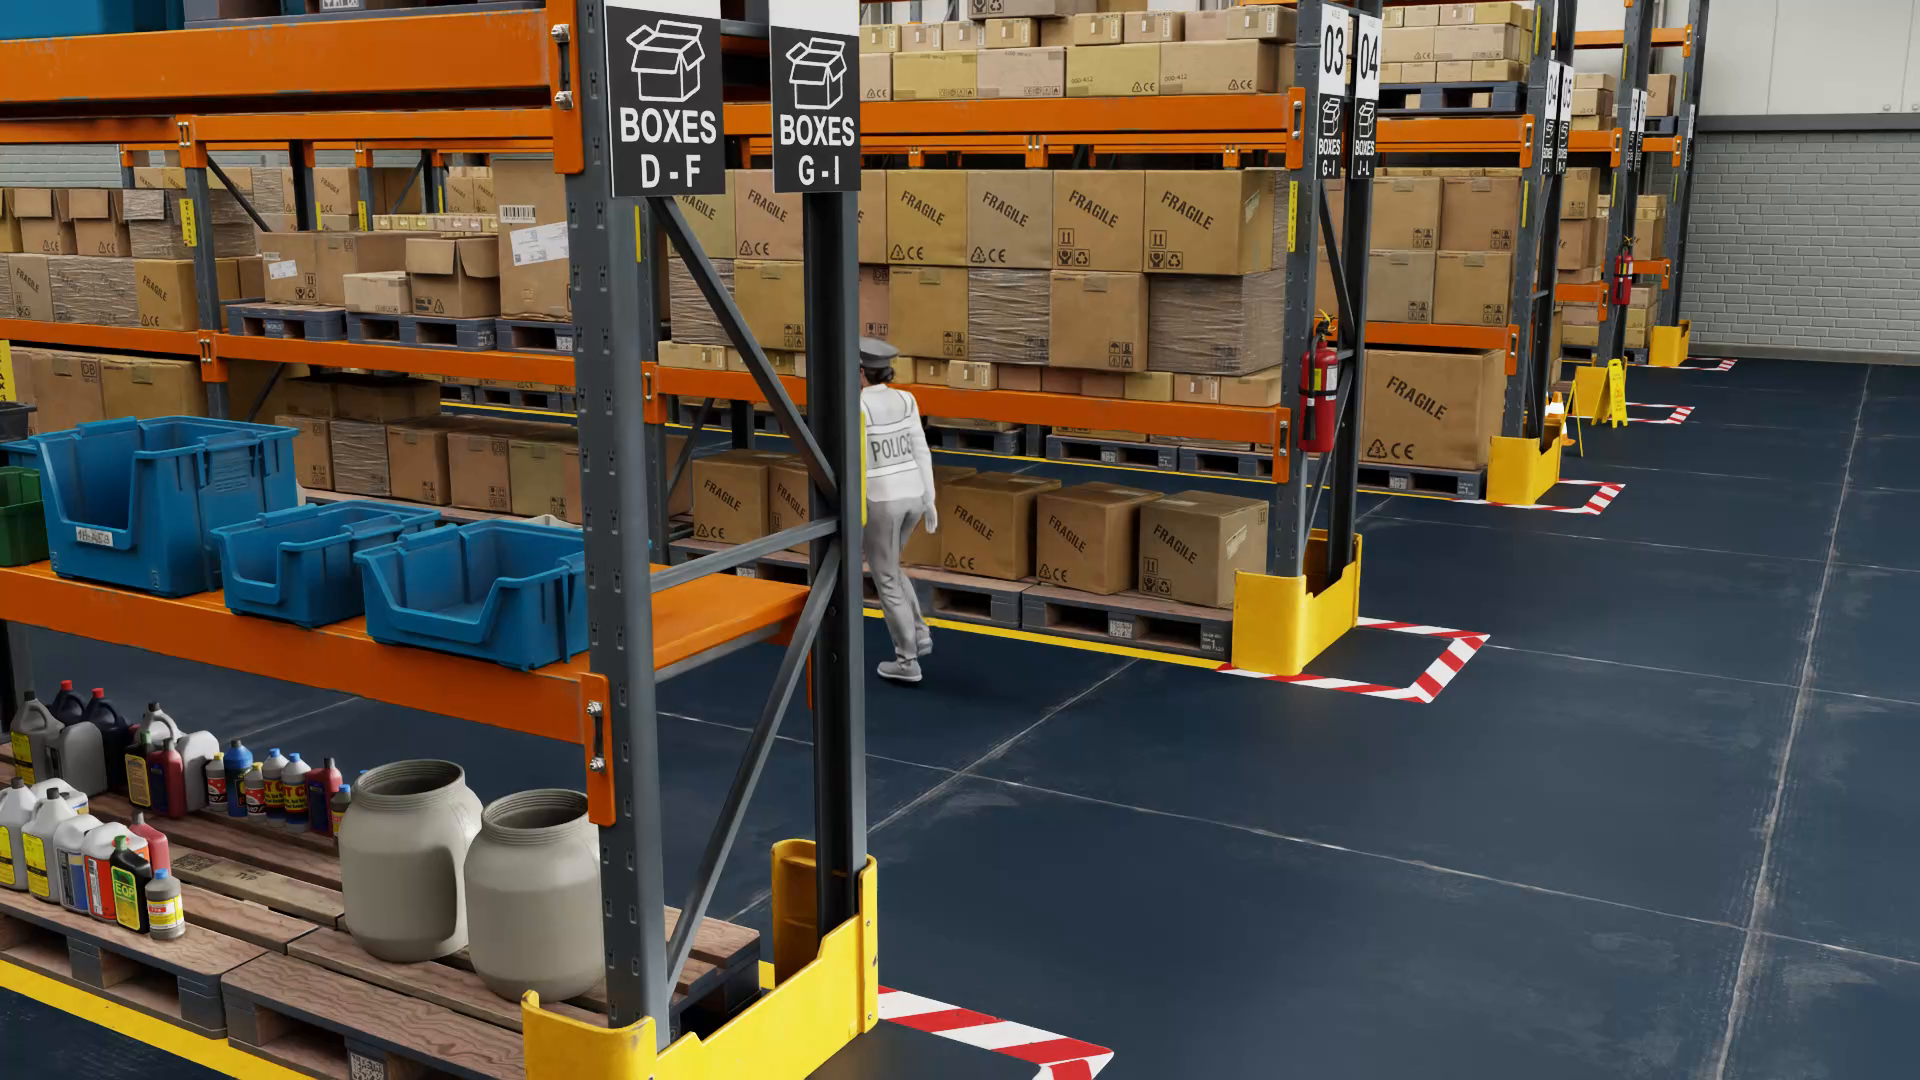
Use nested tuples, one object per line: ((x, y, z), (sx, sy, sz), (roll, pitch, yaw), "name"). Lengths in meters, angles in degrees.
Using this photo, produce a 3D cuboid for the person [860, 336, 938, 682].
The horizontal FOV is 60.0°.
((-0.366, -0.147, 8.020), (0.440, 1.665, 0.510), (12, 17, 42), "person")
